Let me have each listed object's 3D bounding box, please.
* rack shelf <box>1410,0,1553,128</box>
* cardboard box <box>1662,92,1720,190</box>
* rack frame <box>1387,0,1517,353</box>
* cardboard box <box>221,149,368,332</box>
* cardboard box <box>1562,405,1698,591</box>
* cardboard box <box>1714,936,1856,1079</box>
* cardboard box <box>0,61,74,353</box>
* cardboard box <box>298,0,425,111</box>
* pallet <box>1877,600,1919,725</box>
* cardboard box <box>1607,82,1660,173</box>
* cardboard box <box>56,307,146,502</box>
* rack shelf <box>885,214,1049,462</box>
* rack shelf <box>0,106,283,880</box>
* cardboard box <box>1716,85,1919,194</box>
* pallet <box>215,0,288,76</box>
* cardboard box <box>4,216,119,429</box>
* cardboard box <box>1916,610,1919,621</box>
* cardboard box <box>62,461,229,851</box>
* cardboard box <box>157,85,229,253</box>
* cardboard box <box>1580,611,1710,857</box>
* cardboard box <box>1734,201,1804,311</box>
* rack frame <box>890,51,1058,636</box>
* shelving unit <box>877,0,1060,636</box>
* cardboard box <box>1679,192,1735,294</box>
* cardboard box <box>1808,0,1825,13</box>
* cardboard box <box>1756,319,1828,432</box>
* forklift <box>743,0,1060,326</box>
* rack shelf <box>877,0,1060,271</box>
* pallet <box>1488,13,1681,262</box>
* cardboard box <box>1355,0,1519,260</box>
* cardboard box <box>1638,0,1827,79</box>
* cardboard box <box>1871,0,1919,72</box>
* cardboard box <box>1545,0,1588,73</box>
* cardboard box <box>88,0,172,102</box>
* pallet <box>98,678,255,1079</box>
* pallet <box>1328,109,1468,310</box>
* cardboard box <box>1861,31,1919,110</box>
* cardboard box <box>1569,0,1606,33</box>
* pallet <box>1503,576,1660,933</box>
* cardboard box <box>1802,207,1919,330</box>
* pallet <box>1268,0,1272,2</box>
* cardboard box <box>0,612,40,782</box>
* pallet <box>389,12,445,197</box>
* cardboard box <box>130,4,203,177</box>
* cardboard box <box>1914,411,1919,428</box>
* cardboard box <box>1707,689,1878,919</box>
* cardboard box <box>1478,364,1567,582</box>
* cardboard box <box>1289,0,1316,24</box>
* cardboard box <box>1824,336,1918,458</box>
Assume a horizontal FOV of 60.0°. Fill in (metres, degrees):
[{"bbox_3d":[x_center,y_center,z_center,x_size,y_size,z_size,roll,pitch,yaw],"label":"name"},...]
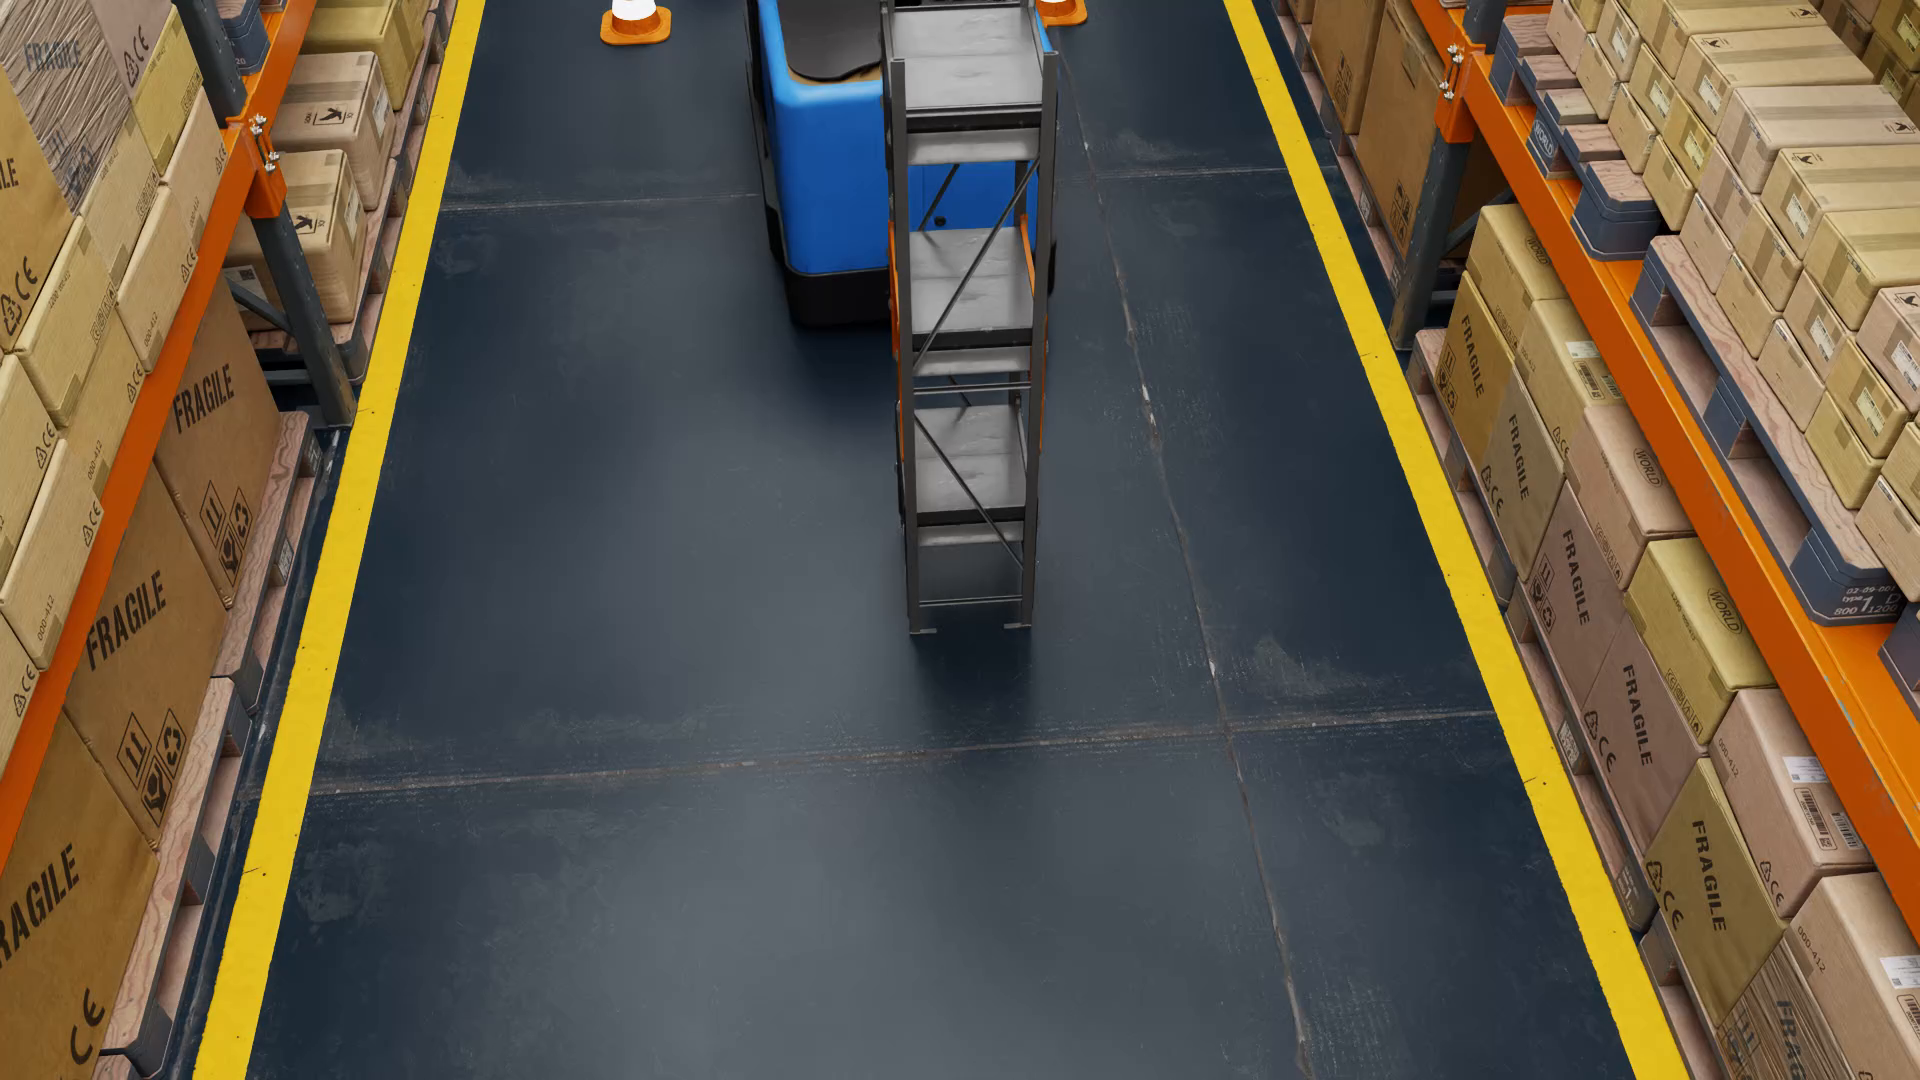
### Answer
[{"bbox_3d":[2.012,-3.030,7.050,1.077,0.370,4.000,-3,47,-3],"label":"rack shelf"},{"bbox_3d":[2.091,-1.058,4.365,0.380,0.149,0.250,-3,47,-3],"label":"cardboard box"},{"bbox_3d":[2.179,-1.831,5.418,1.000,3.000,0.127,-3,47,-3],"label":"rack frame"},{"bbox_3d":[-2.782,-1.107,6.253,0.950,0.372,0.625,-6,47,-6],"label":"cardboard box"},{"bbox_3d":[2.067,-0.134,4.727,0.500,0.250,0.500,-3,47,-3],"label":"cardboard box"},{"bbox_3d":[2.201,1.258,3.925,0.500,0.500,0.500,-4,47,-4],"label":"cardboard box"},{"bbox_3d":[-2.355,-0.746,3.633,0.500,0.500,0.500,-3,47,-3],"label":"cardboard box"},{"bbox_3d":[-2.910,-2.189,7.278,0.950,0.372,0.625,-2,47,-2],"label":"cardboard box"},{"bbox_3d":[2.595,0.567,3.279,1.003,0.211,1.213,-3,47,-3],"label":"pallet"},{"bbox_3d":[2.061,-1.164,4.670,0.380,0.149,0.250,-1,47,-1],"label":"cardboard box"},{"bbox_3d":[-2.360,-0.321,4.092,0.500,0.250,0.500,-4,47,-4],"label":"cardboard box"},{"bbox_3d":[0.014,-0.593,4.884,0.431,0.518,0.480,-3,47,-3],"label":"rack shelf"},{"bbox_3d":[-2.578,0.238,3.955,1.077,0.370,4.000,-3,47,-3],"label":"rack shelf"},{"bbox_3d":[2.112,-0.988,4.094,0.380,0.149,0.250,-2,47,-1],"label":"cardboard box"},{"bbox_3d":[-2.911,-1.900,5.616,1.213,0.211,1.003,-3,47,-3],"label":"pallet"},{"bbox_3d":[-2.342,-0.502,3.919,0.500,0.250,0.500,-5,47,-4],"label":"cardboard box"},{"bbox_3d":[2.222,0.180,3.397,0.380,0.149,0.250,-6,47,-5],"label":"cardboard box"},{"bbox_3d":[-2.700,0.280,4.593,0.875,0.875,0.875,-3,47,-3],"label":"cardboard box"},{"bbox_3d":[-2.444,-1.055,4.787,0.500,0.250,0.500,-5,47,-5],"label":"cardboard box"},{"bbox_3d":[2.120,0.516,4.628,0.500,0.500,0.500,-4,47,-4],"label":"cardboard box"},{"bbox_3d":[2.129,-0.698,4.024,0.380,0.149,0.250,-4,47,-4],"label":"cardboard box"},{"bbox_3d":[0.034,-0.426,4.707,0.400,2.100,0.015,-3,47,-3],"label":"rack frame"},{"bbox_3d":[0.014,-0.602,4.874,0.431,2.100,0.503,-3,47,-3],"label":"shelving unit"},{"bbox_3d":[2.110,-0.776,4.303,0.380,0.149,0.250,-2,47,-2],"label":"cardboard box"},{"bbox_3d":[2.674,-1.661,4.936,0.380,0.149,0.250,-3,47,-2],"label":"cardboard box"},{"bbox_3d":[2.149,-0.405,3.952,0.380,0.149,0.250,-5,47,-5],"label":"cardboard box"},{"bbox_3d":[-0.377,-2.923,6.499,1.130,2.935,3.031,-7,47,-6],"label":"forklift"},{"bbox_3d":[0.014,-1.074,4.376,0.431,0.518,0.480,-3,47,-3],"label":"rack shelf"},{"bbox_3d":[2.345,-1.256,5.005,1.213,0.211,1.003,-3,47,-3],"label":"pallet"},{"bbox_3d":[2.218,-1.648,6.505,1.050,0.750,0.750,-4,47,-4],"label":"cardboard box"},{"bbox_3d":[2.066,-1.375,4.461,0.380,0.149,0.250,-4,47,-4],"label":"cardboard box"},{"bbox_3d":[2.718,-1.395,4.480,0.380,0.149,0.250,-2,47,-2],"label":"cardboard box"},{"bbox_3d":[2.015,-1.553,5.039,0.380,0.149,0.250,-4,47,-4],"label":"cardboard box"},{"bbox_3d":[-2.441,-1.477,4.325,0.500,0.500,0.500,-5,47,-4],"label":"cardboard box"},{"bbox_3d":[-2.655,0.958,4.698,1.003,0.211,1.213,-3,47,-3],"label":"pallet"},{"bbox_3d":[2.188,-1.447,6.975,1.003,0.211,1.213,-3,47,-3],"label":"pallet"},{"bbox_3d":[2.723,-1.278,4.573,0.380,0.149,0.250,-2,47,-2],"label":"cardboard box"},{"bbox_3d":[2.020,-1.629,4.906,0.380,0.149,0.250,-2,47,-2],"label":"cardboard box"},{"bbox_3d":[2.342,0.574,5.061,1.003,0.211,1.213,-3,47,-3],"label":"pallet"},{"bbox_3d":[2.153,-0.616,3.741,0.380,0.149,0.250,-4,47,-4],"label":"cardboard box"},{"bbox_3d":[1.984,-3.212,8.647,1.003,0.211,1.213,-3,47,-3],"label":"pallet"},{"bbox_3d":[-2.256,0.408,3.401,0.500,0.250,0.500,-4,47,-4],"label":"cardboard box"},{"bbox_3d":[-2.908,-1.944,7.446,1.003,0.211,1.213,-3,47,-3],"label":"pallet"},{"bbox_3d":[-2.451,-1.242,4.619,0.500,0.250,0.500,-4,47,-3],"label":"cardboard box"},{"bbox_3d":[2.204,-0.227,3.373,0.380,0.149,0.250,-5,47,-5],"label":"cardboard box"},{"bbox_3d":[2.170,0.624,4.009,0.500,0.250,0.500,-1,47,-1],"label":"cardboard box"},{"bbox_3d":[2.030,-0.225,5.329,0.500,0.500,0.500,-3,47,-3],"label":"cardboard box"},{"bbox_3d":[2.063,-2.954,7.742,1.050,0.750,0.750,-3,47,-3],"label":"cardboard box"},{"bbox_3d":[2.170,-0.327,3.672,0.380,0.149,0.250,-3,47,-3],"label":"cardboard box"}]
